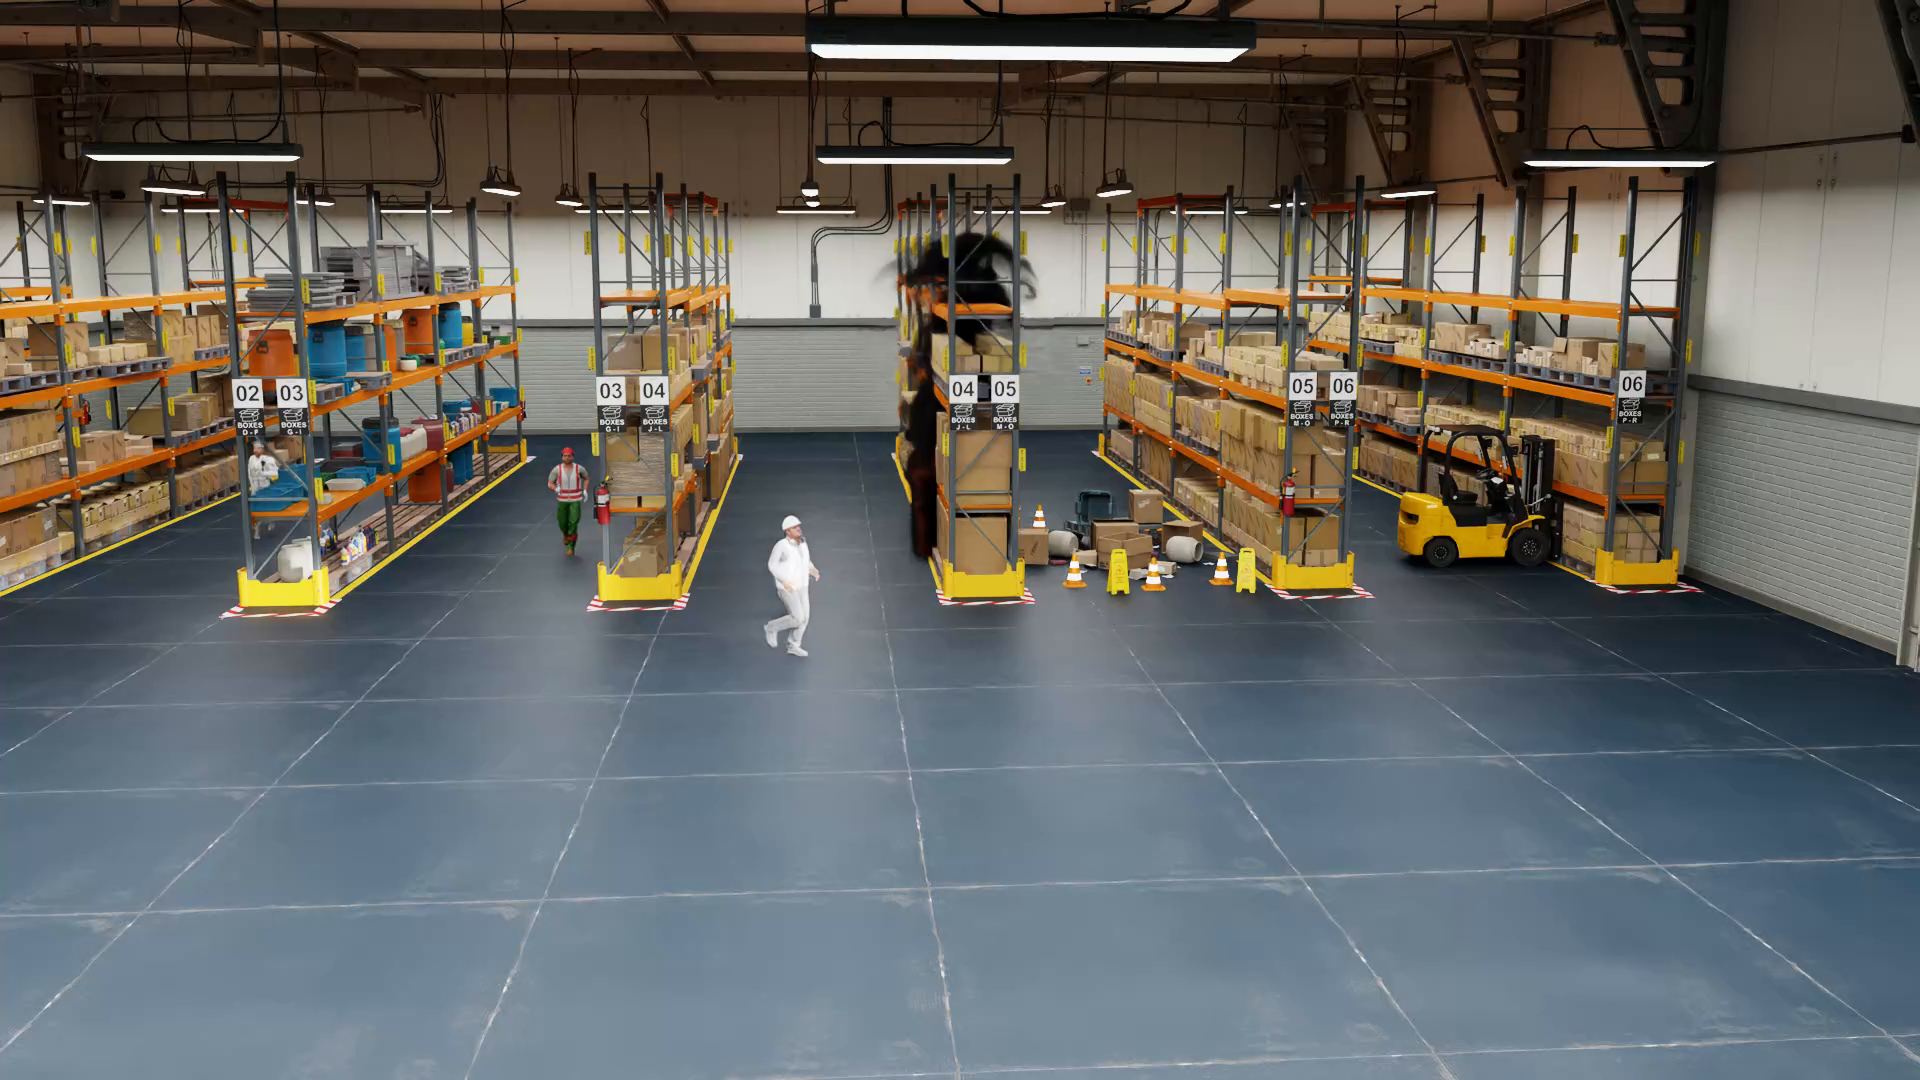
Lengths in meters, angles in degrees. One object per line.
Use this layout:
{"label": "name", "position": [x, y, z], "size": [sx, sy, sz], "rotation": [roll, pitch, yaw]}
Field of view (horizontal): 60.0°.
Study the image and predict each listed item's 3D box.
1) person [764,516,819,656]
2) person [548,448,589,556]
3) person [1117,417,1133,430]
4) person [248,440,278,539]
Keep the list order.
{"label": "person", "position": [-2.072, 0.561, 20.584], "size": [0.631, 1.747, 0.657], "rotation": [7, 12, 34]}
{"label": "person", "position": [-6.409, -0.646, 27.278], "size": [0.663, 1.757, 0.782], "rotation": [-2, 10, -11]}
{"label": "person", "position": [4.108, -3.182, 41.584], "size": [1.052, 1.750, 0.733], "rotation": [7, 12, 34]}
{"label": "person", "position": [-12.148, -0.892, 29.005], "size": [0.591, 1.737, 0.762], "rotation": [-1, 10, -7]}
